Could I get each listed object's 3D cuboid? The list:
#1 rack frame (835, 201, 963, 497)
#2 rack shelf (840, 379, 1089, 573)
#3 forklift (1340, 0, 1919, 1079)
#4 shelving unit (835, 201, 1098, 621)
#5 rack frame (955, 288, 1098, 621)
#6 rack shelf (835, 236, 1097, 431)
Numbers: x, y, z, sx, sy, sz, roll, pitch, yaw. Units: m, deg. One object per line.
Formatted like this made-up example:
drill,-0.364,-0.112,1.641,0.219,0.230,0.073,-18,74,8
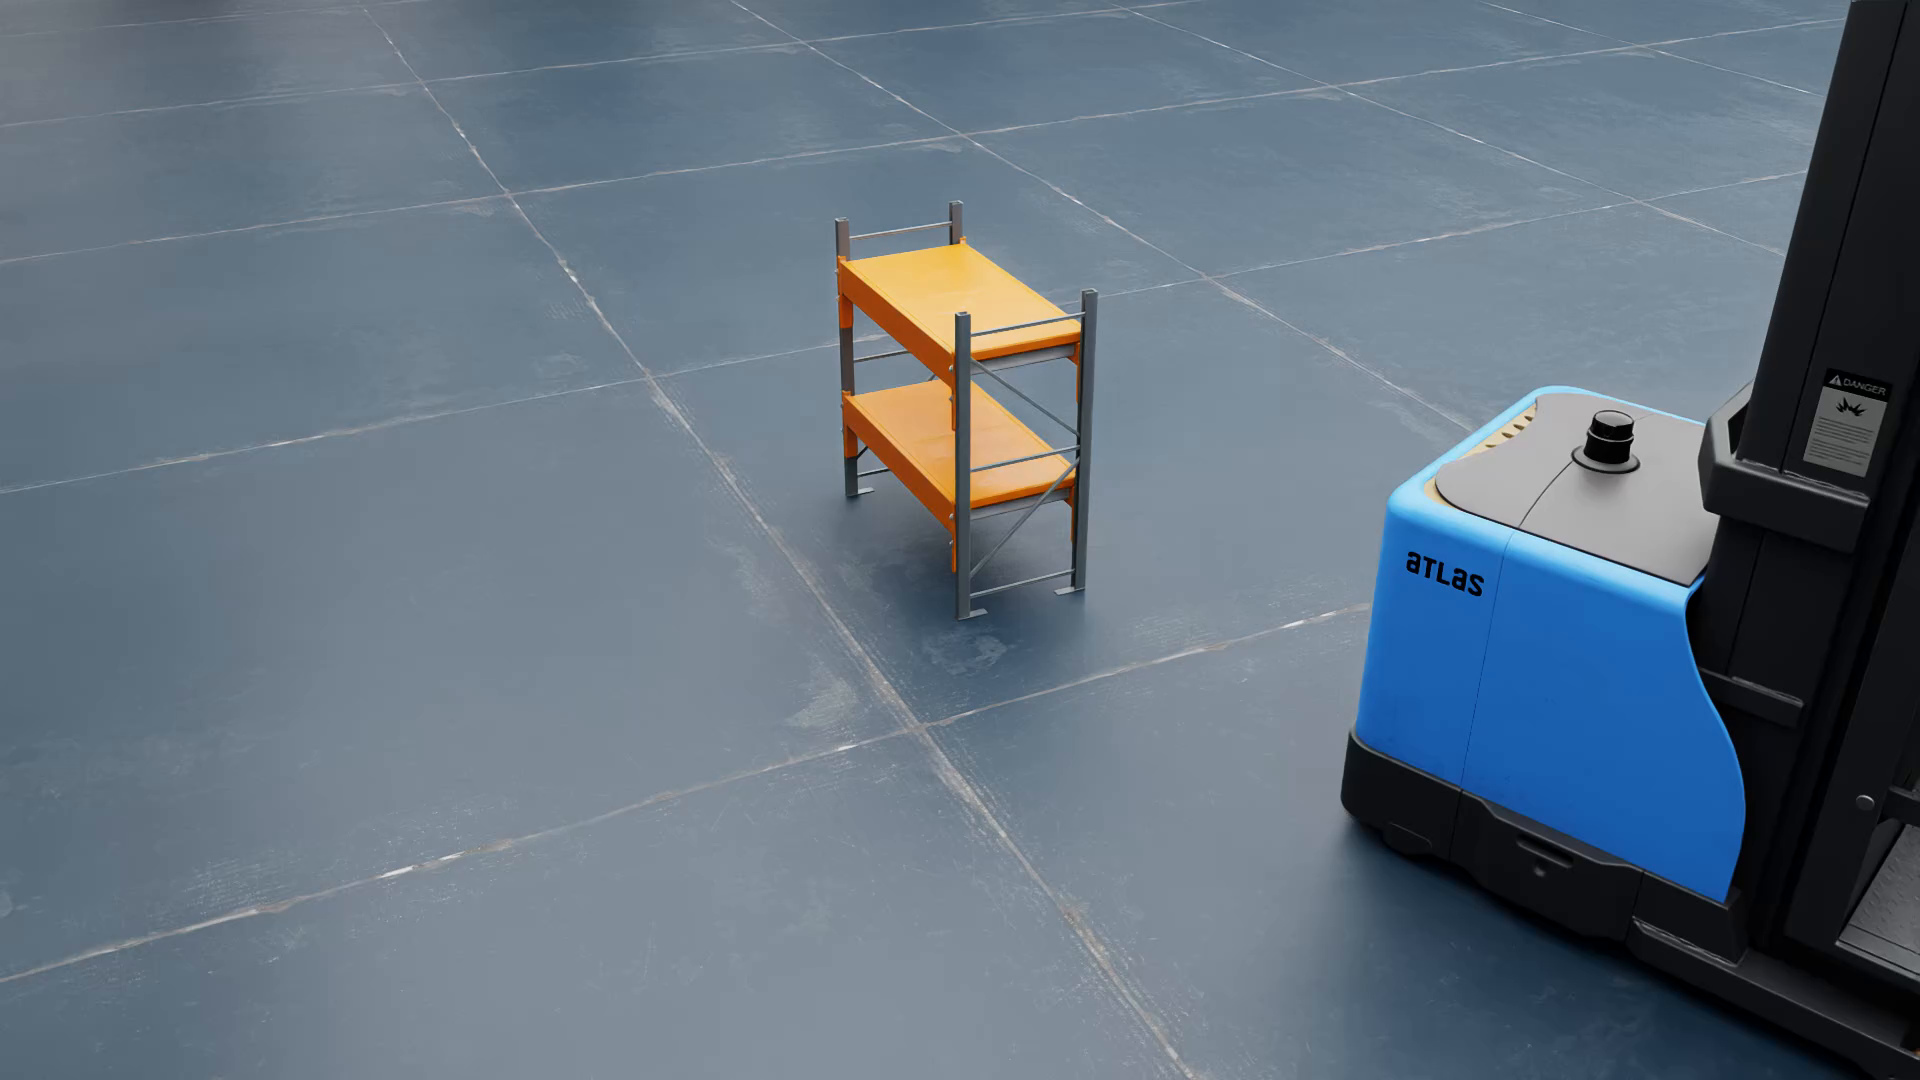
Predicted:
rack frame,-0.221,-0.718,6.381,0.500,1.125,0.032,-13,32,-22
rack shelf,-0.003,-0.280,6.100,0.538,0.278,1.000,-13,32,-22
forklift,2.532,-0.165,3.547,3.031,2.935,1.130,23,37,35
shelving unit,-0.003,-0.494,5.980,0.538,1.125,1.048,-13,32,-22
rack frame,0.215,-0.269,5.580,0.500,1.125,0.032,-13,32,-22
rack shelf,-0.003,-0.749,5.837,0.538,0.278,1.000,-13,32,-22
